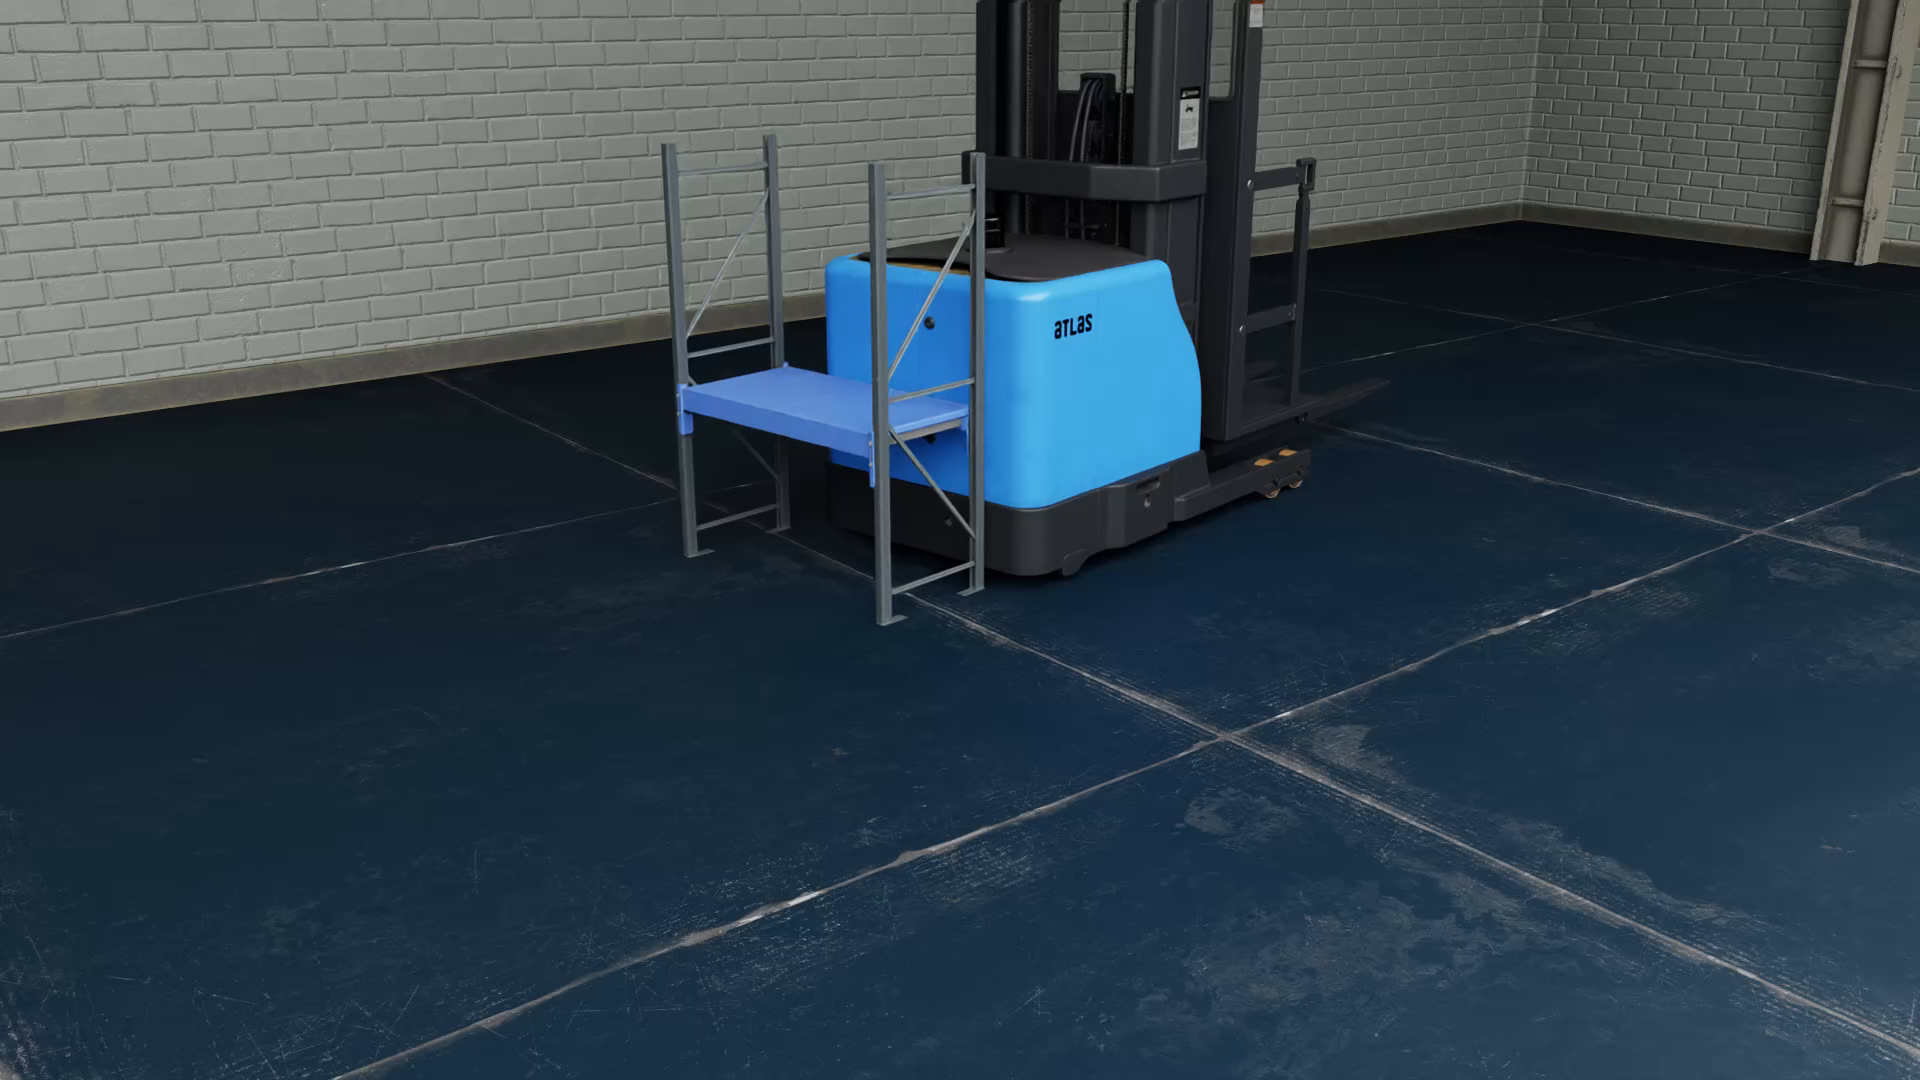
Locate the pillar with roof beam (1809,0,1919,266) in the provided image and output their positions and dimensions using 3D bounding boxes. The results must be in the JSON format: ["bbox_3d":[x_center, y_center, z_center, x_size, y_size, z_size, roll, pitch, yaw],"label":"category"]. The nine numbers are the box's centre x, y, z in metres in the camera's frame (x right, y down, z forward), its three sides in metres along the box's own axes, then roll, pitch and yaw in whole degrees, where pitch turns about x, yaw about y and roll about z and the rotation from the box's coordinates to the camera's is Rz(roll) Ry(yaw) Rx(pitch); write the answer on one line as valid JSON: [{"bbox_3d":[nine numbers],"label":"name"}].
[{"bbox_3d":[3.492,-5.602,8.966,9.100,9.000,0.400,-14,23,-36],"label":"pillar with roof beam"}]

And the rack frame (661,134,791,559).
[{"bbox_3d":[-0.843,-0.701,6.093,0.032,1.500,0.500,16,24,40],"label":"rack frame"}]

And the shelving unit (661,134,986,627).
[{"bbox_3d":[-0.470,-0.593,5.765,1.048,1.500,0.538,16,24,40],"label":"shelving unit"}]

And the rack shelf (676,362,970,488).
[{"bbox_3d":[-0.470,-0.422,5.822,1.000,0.185,0.538,16,24,40],"label":"rack shelf"}]

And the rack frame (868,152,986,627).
[{"bbox_3d":[-0.097,-0.484,5.437,0.032,1.500,0.500,16,24,40],"label":"rack frame"}]

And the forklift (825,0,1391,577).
[{"bbox_3d":[0.829,-1.653,6.691,1.130,2.935,3.031,15,24,38],"label":"forklift"}]
